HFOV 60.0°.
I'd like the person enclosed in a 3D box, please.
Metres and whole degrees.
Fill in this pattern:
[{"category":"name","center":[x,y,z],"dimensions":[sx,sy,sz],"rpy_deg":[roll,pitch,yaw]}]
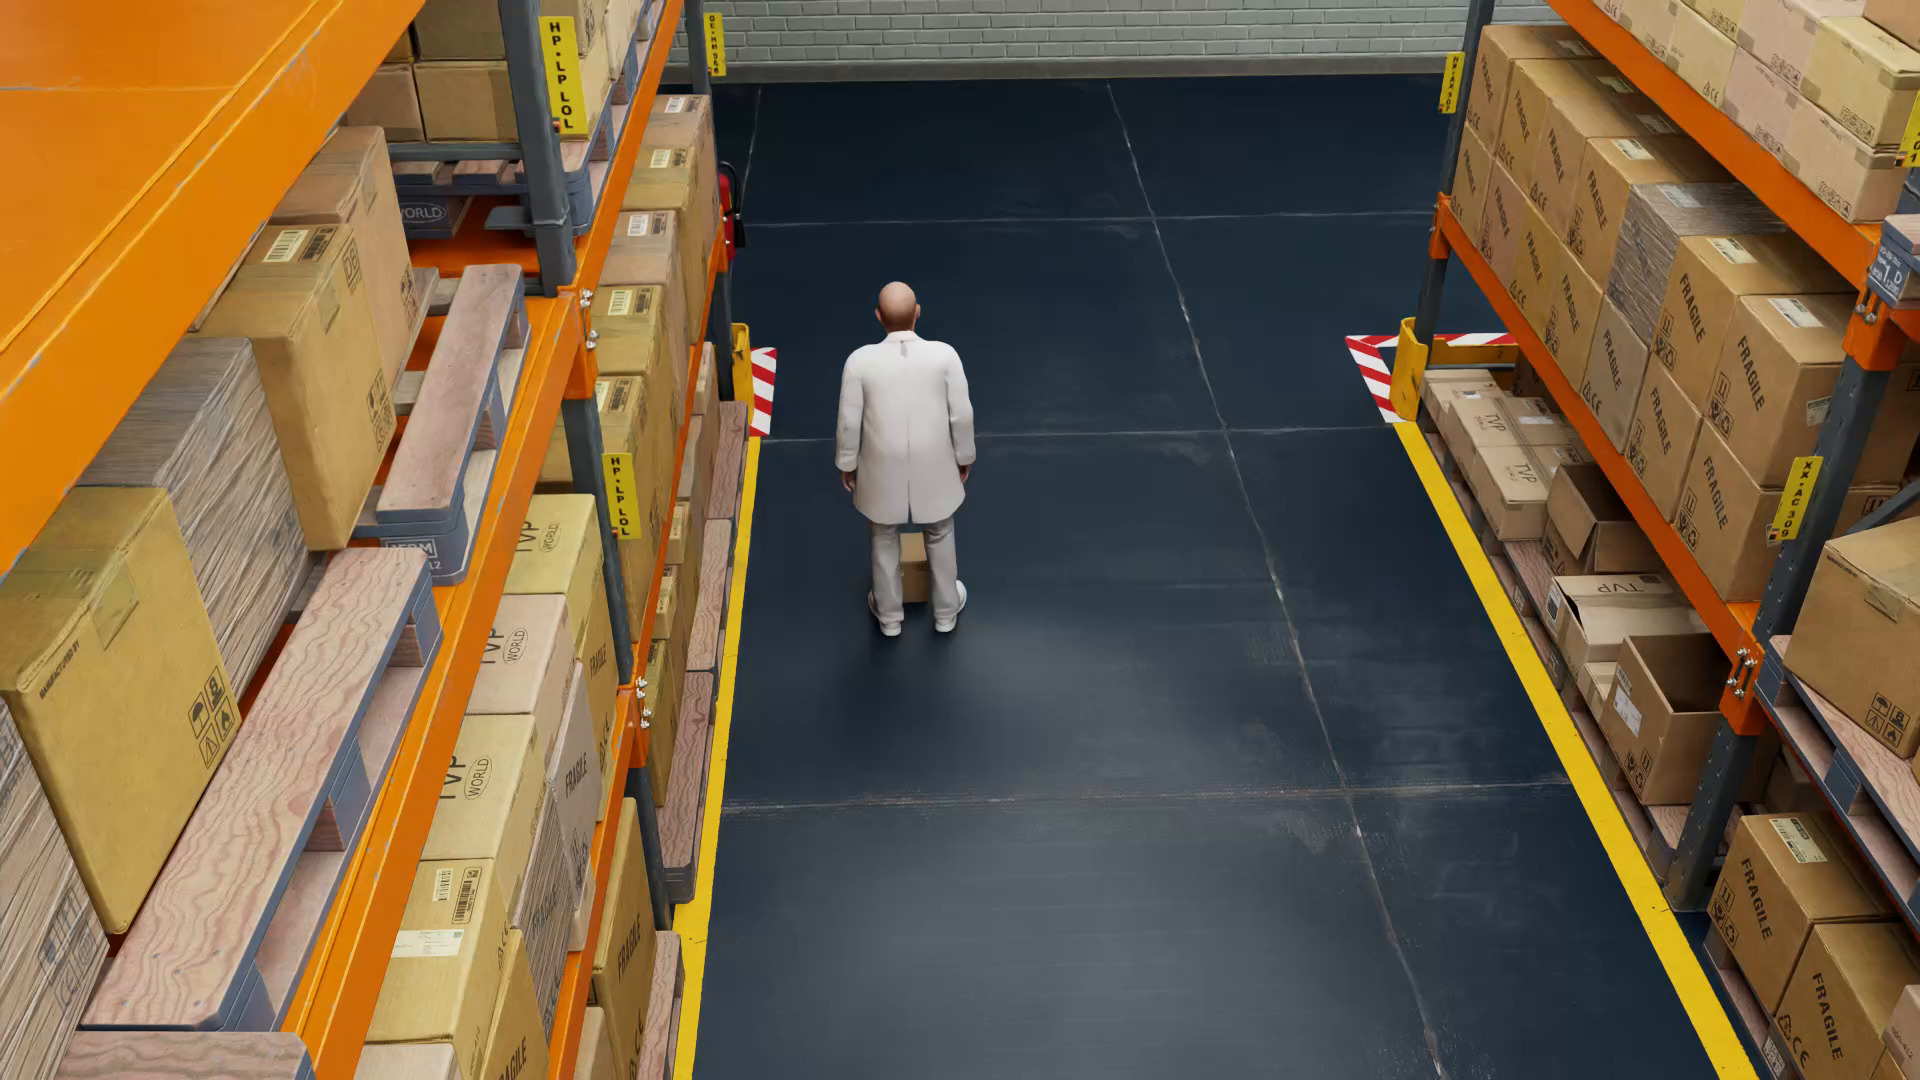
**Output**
[{"category":"person","center":[-0.249,-0.350,7.662],"dimensions":[0.653,1.774,0.418],"rpy_deg":[-3,35,-4]}]
